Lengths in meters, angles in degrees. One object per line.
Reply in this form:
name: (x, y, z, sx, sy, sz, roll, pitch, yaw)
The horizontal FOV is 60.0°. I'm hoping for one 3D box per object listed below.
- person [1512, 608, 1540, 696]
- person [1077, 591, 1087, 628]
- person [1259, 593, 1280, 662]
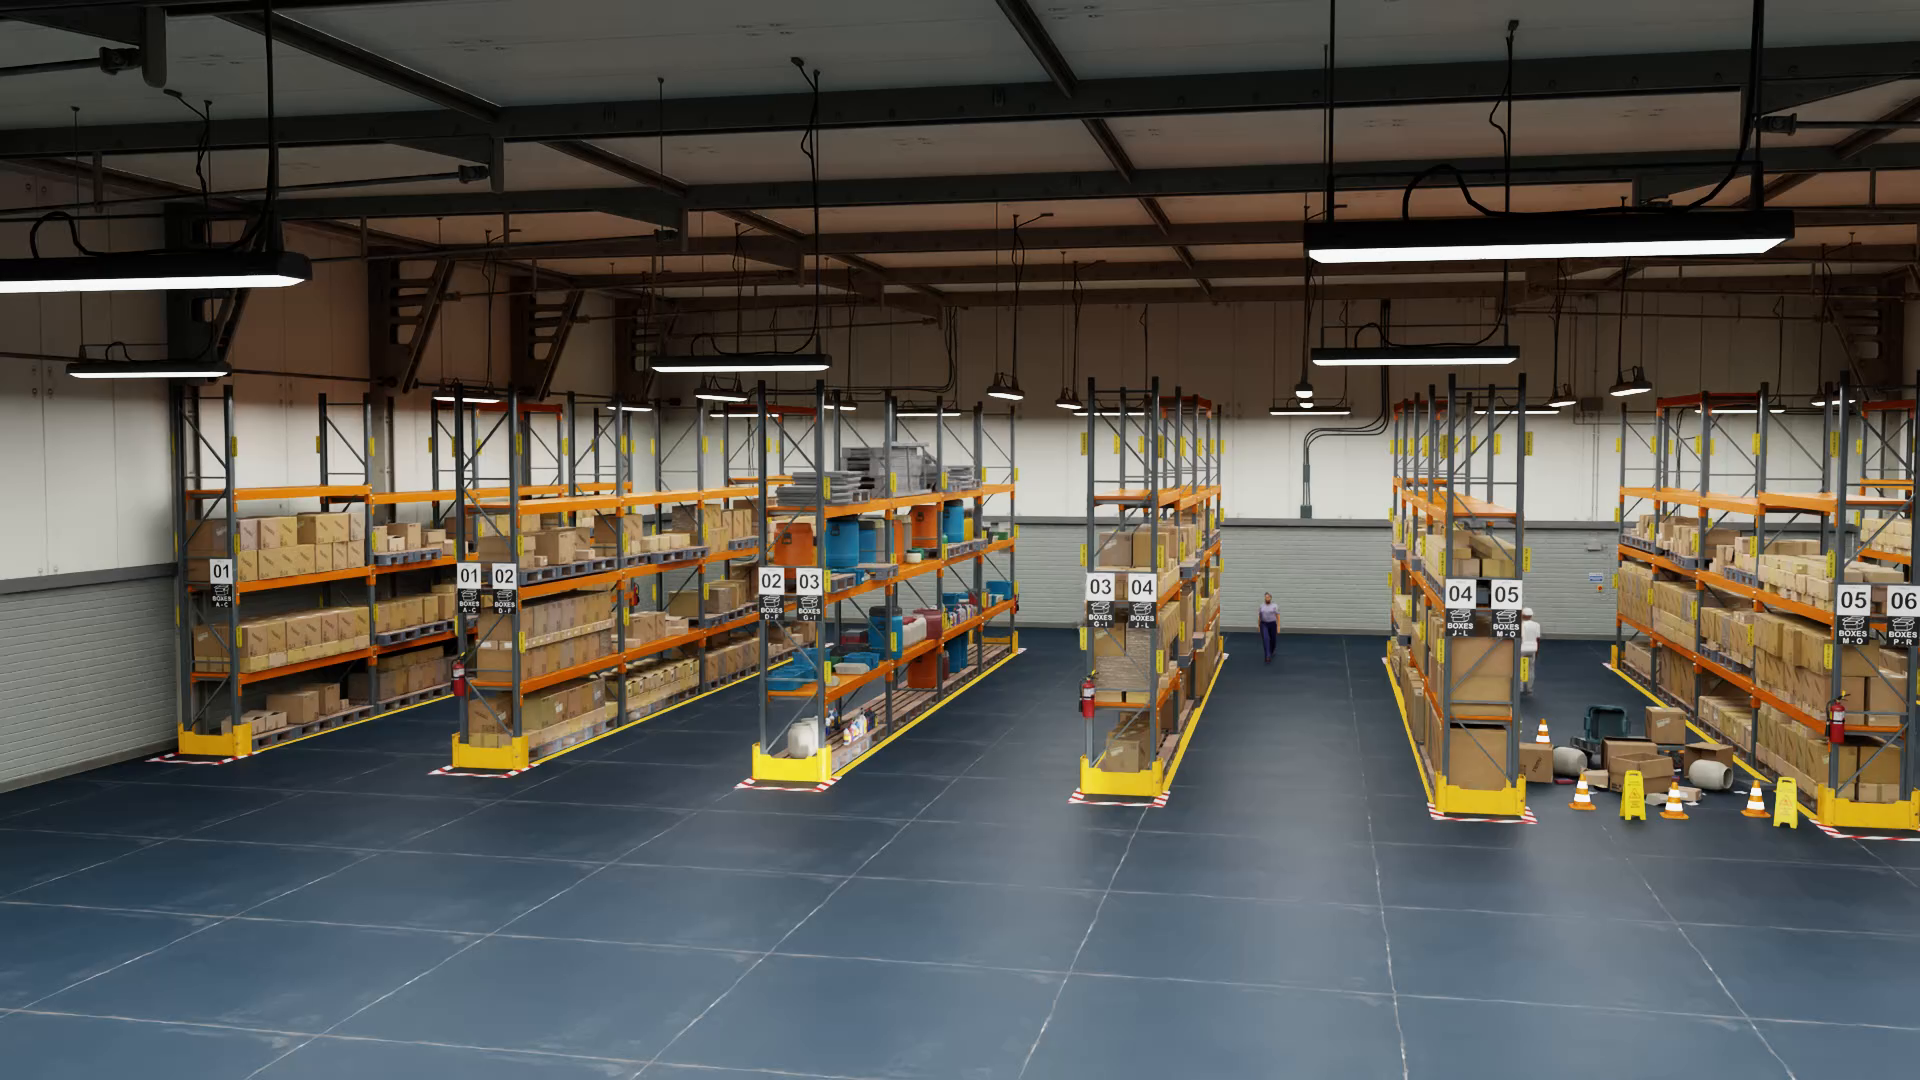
person: (11.420, 2.258, 33.408, 0.551, 1.781, 0.542, 0, 3, 0)
person: (3.552, 1.660, 44.355, 1.057, 1.727, 0.520, 2, 4, 37)
person: (7.235, 2.024, 38.844, 0.476, 1.589, 1.015, 0, 3, 3)
